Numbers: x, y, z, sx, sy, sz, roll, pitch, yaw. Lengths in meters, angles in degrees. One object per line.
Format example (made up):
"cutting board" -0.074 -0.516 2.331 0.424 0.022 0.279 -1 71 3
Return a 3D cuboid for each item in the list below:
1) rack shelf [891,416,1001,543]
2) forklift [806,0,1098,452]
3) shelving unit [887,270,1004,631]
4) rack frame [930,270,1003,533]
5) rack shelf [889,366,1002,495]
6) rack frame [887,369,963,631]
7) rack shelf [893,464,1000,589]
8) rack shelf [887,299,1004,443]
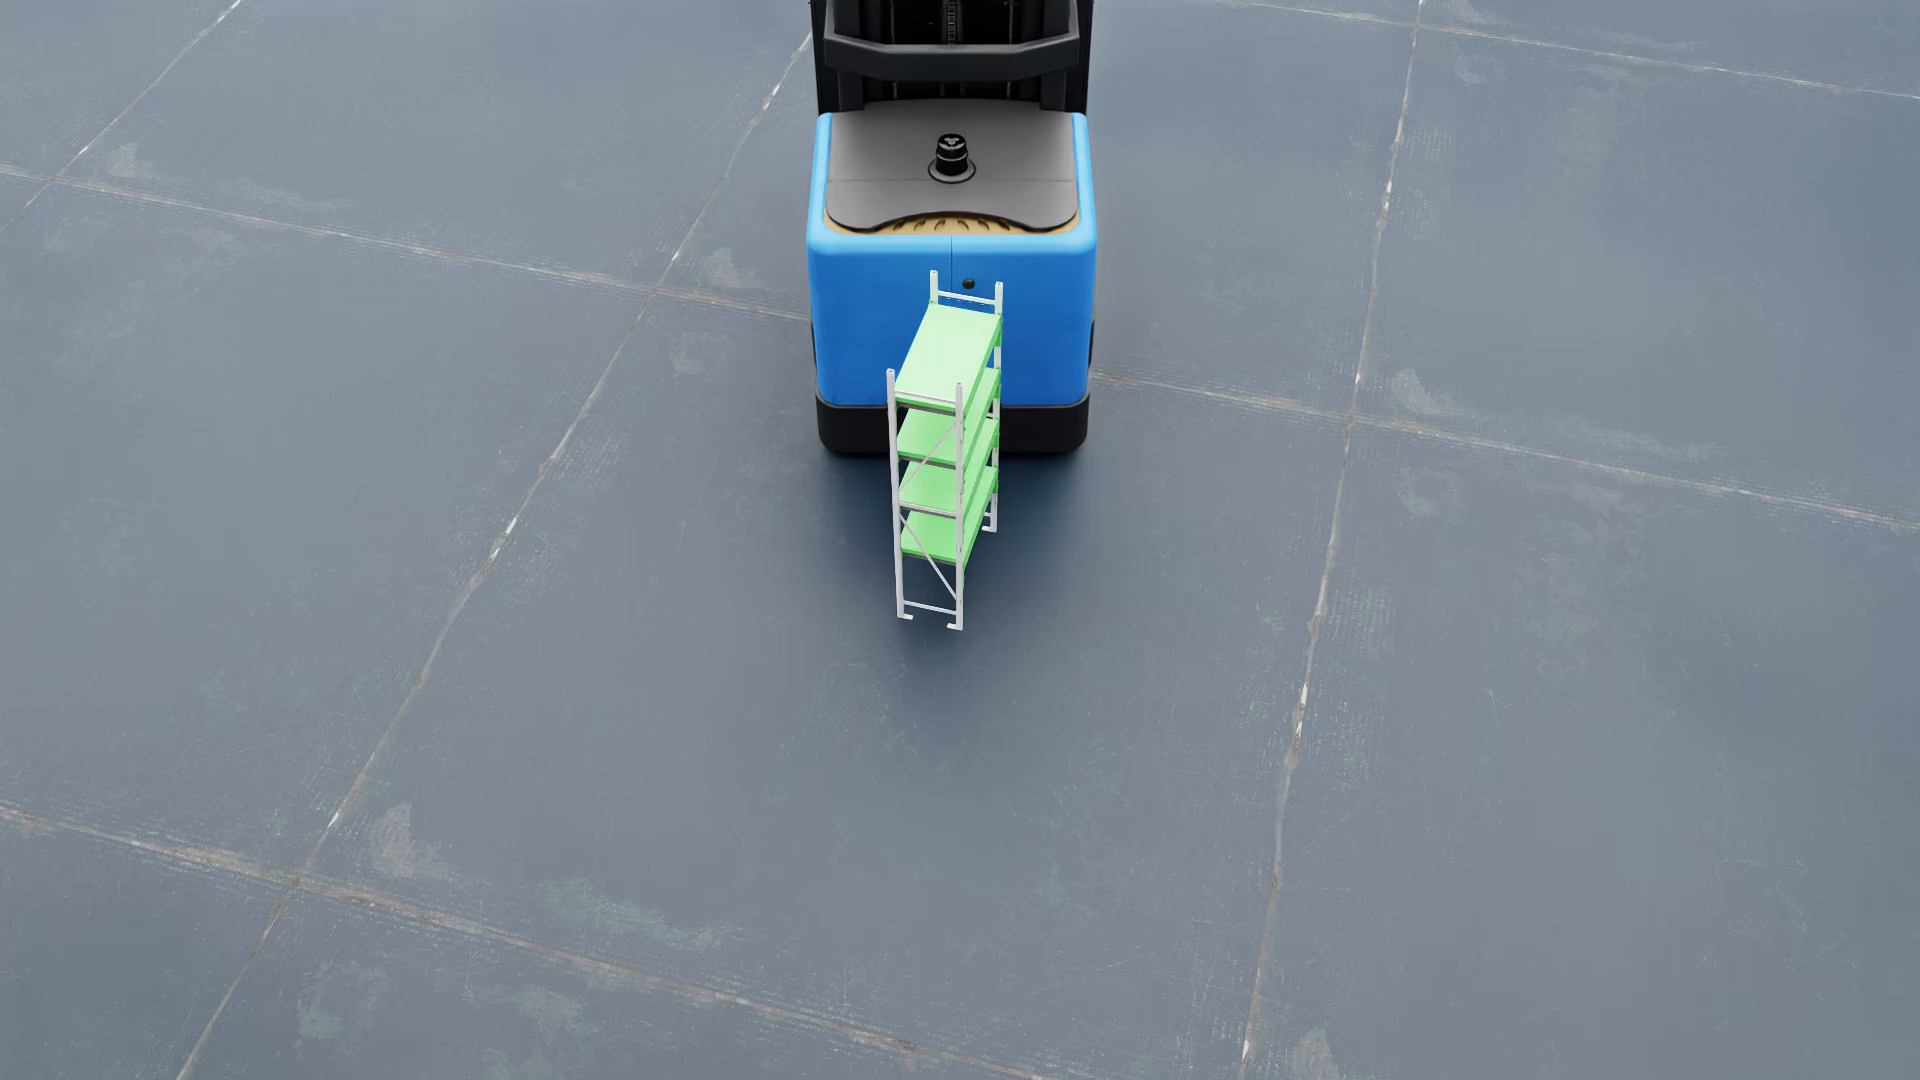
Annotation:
"rack shelf" -0.044 -0.235 5.742 0.258 0.148 0.480 12 50 10
"forklift" -0.032 -2.398 6.412 1.130 2.935 3.031 0 49 0
"shelving unit" -0.044 -0.277 5.694 0.258 1.200 0.503 12 50 10
"rack frame" 0.021 -0.454 5.850 0.240 1.200 0.015 12 50 10
"rack shelf" -0.044 -0.394 5.562 0.258 0.148 0.480 12 50 10
"rack frame" -0.108 -0.101 5.539 0.240 1.200 0.015 12 50 10
"rack shelf" -0.044 -0.076 5.922 0.258 0.148 0.480 12 50 10
"rack shelf" -0.044 -0.553 5.382 0.258 0.148 0.480 12 50 10
